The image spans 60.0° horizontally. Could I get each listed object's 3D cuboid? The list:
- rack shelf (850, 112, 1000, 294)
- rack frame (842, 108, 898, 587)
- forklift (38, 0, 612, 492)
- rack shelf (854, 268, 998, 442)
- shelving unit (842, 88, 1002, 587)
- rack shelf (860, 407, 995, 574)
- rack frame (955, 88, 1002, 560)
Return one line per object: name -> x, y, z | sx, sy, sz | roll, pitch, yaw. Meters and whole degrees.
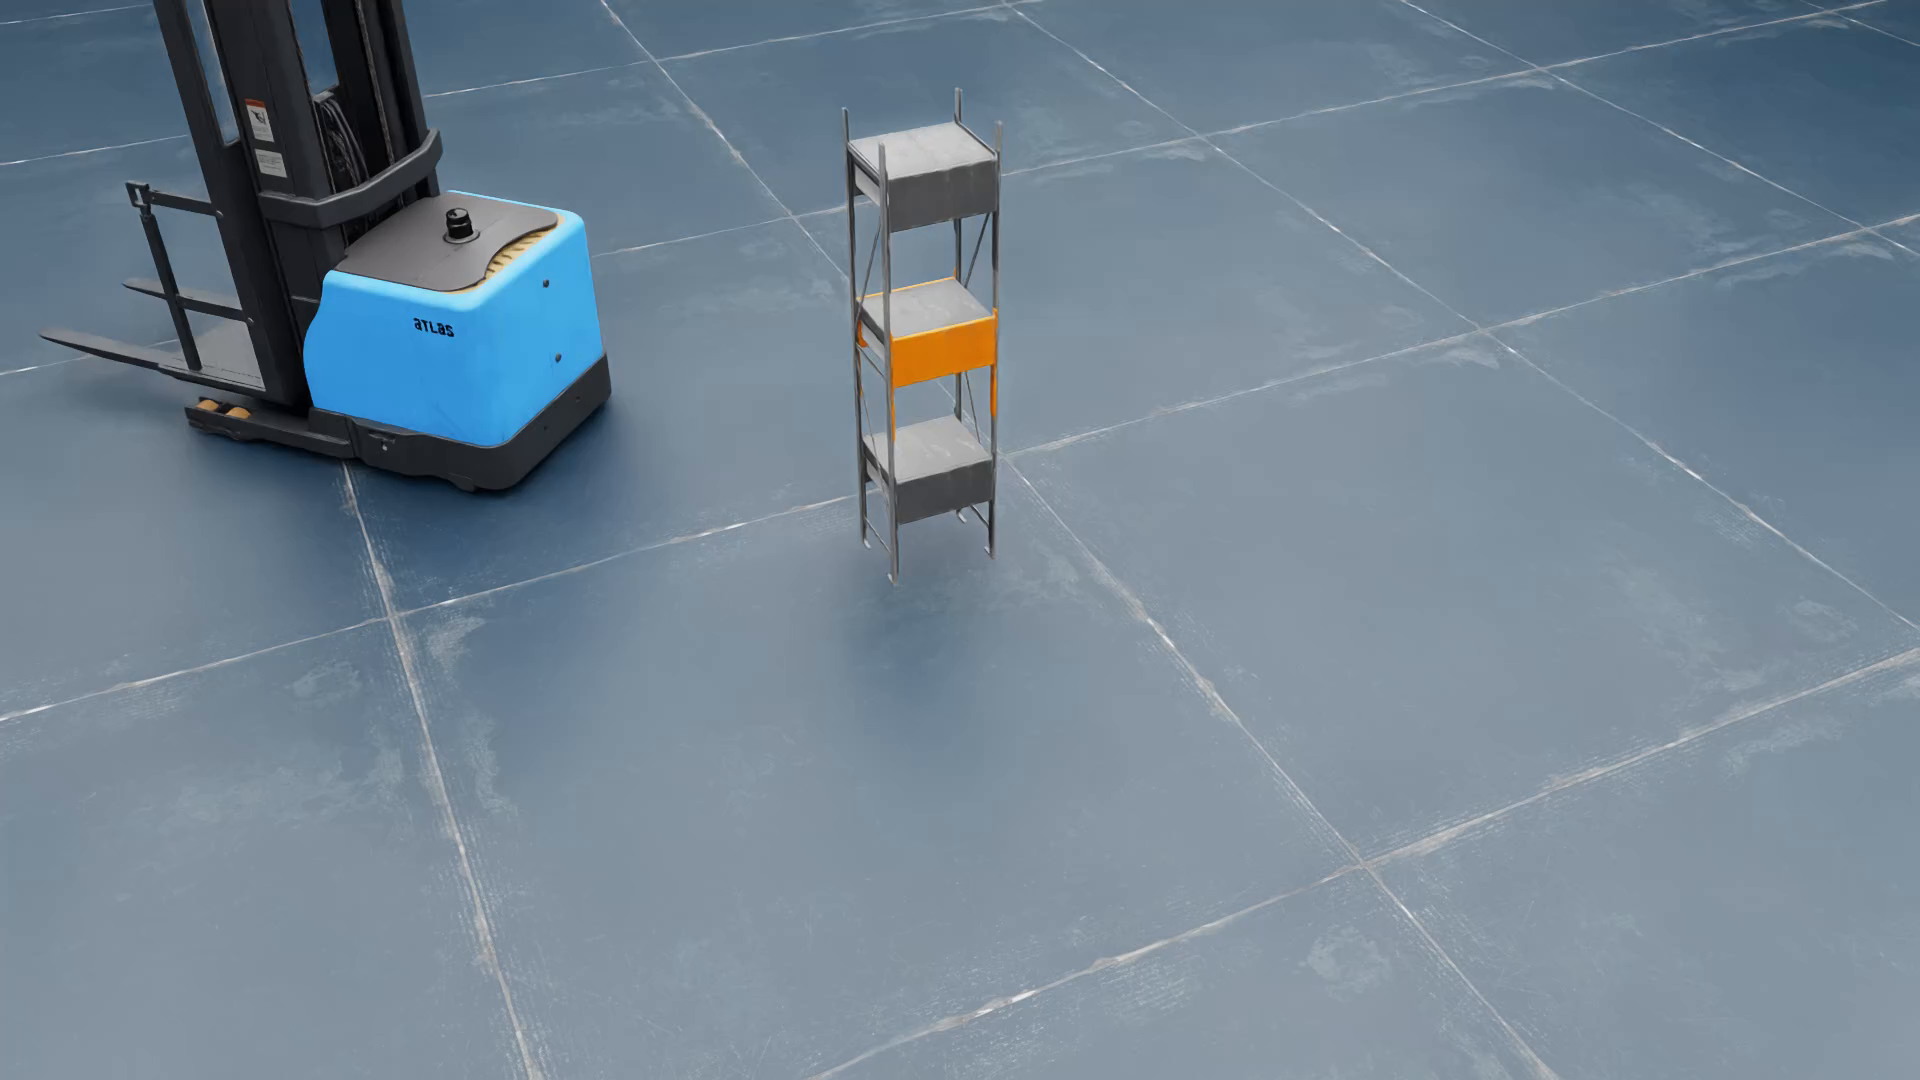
rack shelf -> -0.150, -1.353, 6.659 | 0.480, 0.518, 0.431 | -16, 39, -20
rack frame -> -0.371, -0.740, 6.985 | 0.015, 2.100, 0.400 | -16, 39, -20
forklift -> -3.386, -1.958, 7.930 | 3.031, 2.935, 1.130 | 13, 38, 17
rack shelf -> -0.150, -0.790, 7.076 | 0.480, 0.518, 0.431 | -16, 39, -20
shelving unit -> -0.150, -0.801, 7.068 | 0.503, 2.100, 0.431 | -16, 39, -20
rack shelf -> -0.150, -0.228, 7.493 | 0.480, 0.518, 0.431 | -16, 39, -20
rack frame -> 0.071, -0.863, 7.151 | 0.015, 2.100, 0.400 | -16, 39, -20
